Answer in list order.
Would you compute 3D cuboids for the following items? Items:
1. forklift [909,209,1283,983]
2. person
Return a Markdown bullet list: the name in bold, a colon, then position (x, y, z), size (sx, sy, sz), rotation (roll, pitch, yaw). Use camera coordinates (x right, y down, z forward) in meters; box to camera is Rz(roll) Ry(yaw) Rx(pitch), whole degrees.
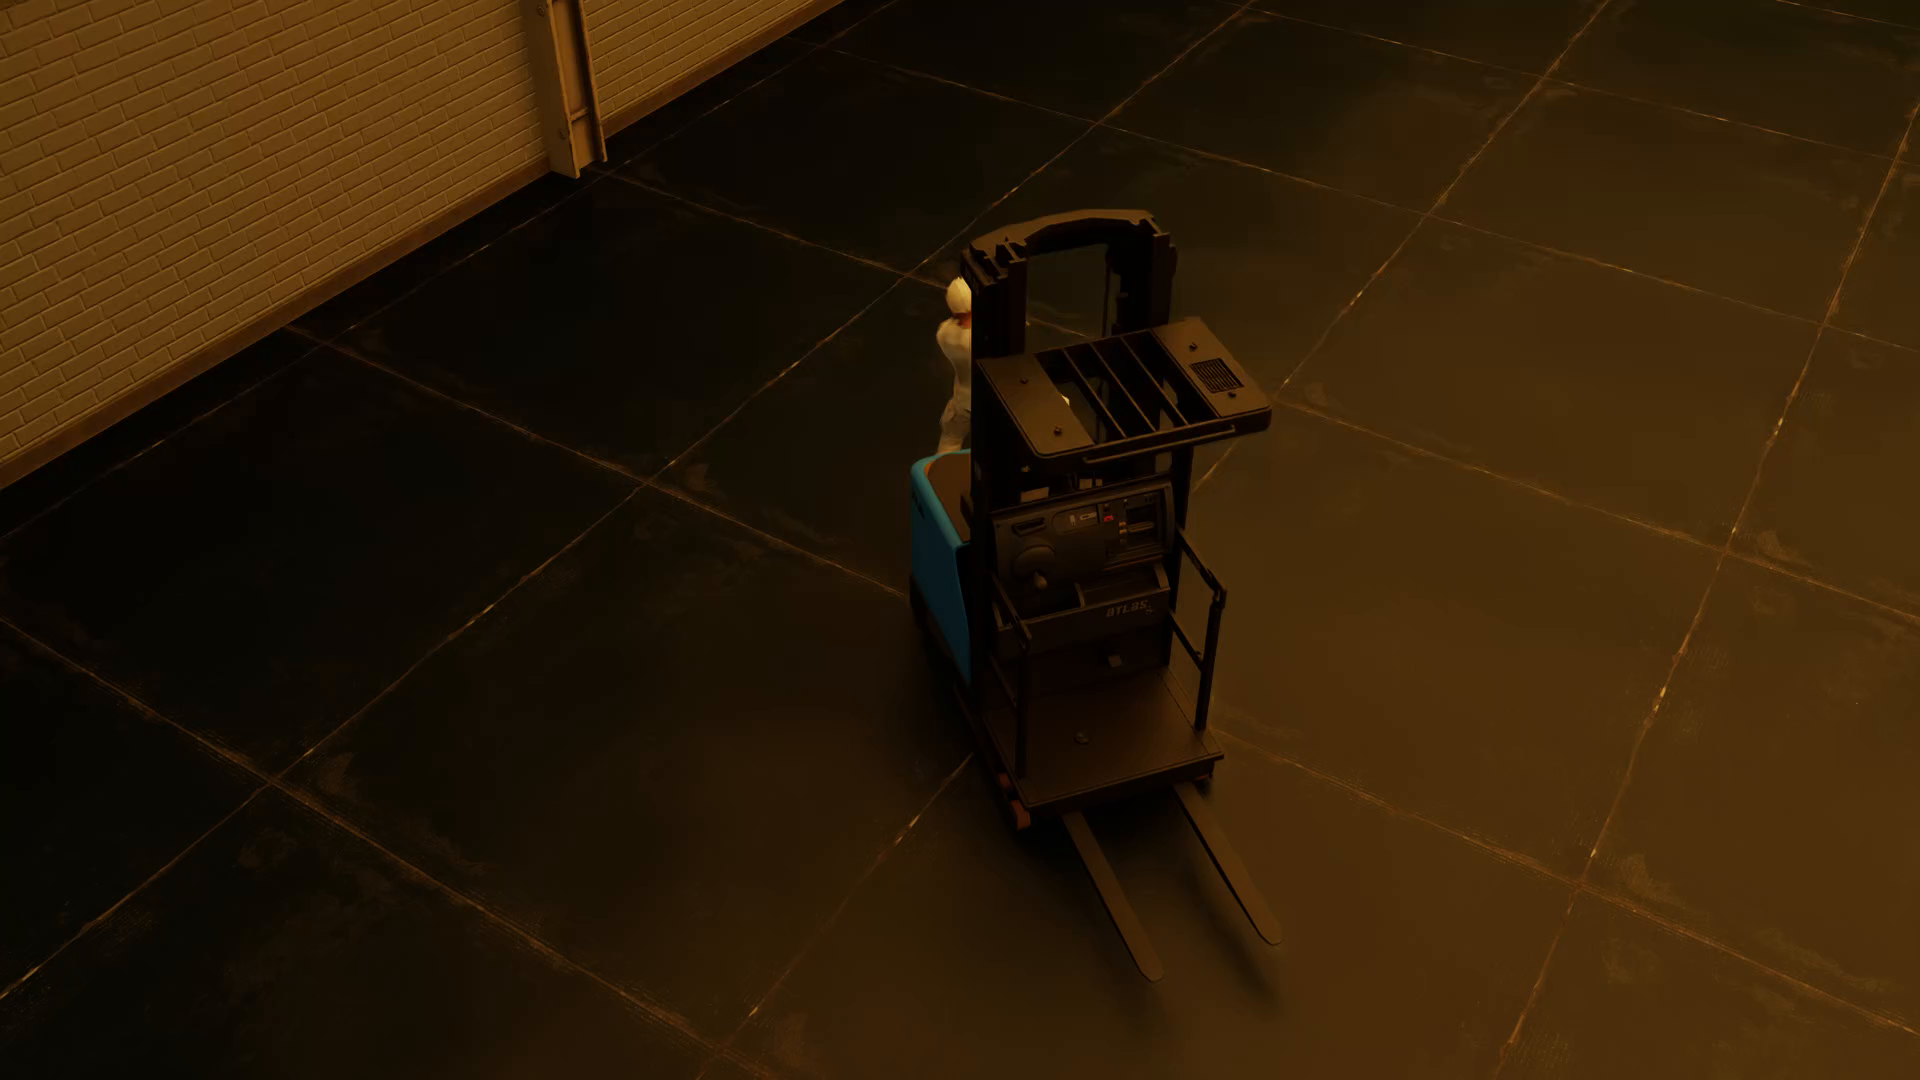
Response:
- **forklift**: position (0.678, 0.060, 7.896), size (1.130, 2.935, 3.031), rotation (-13, 42, -15)
- **person**: position (0.294, -0.883, 10.013), size (0.849, 1.670, 0.783), rotation (17, 43, 19)
